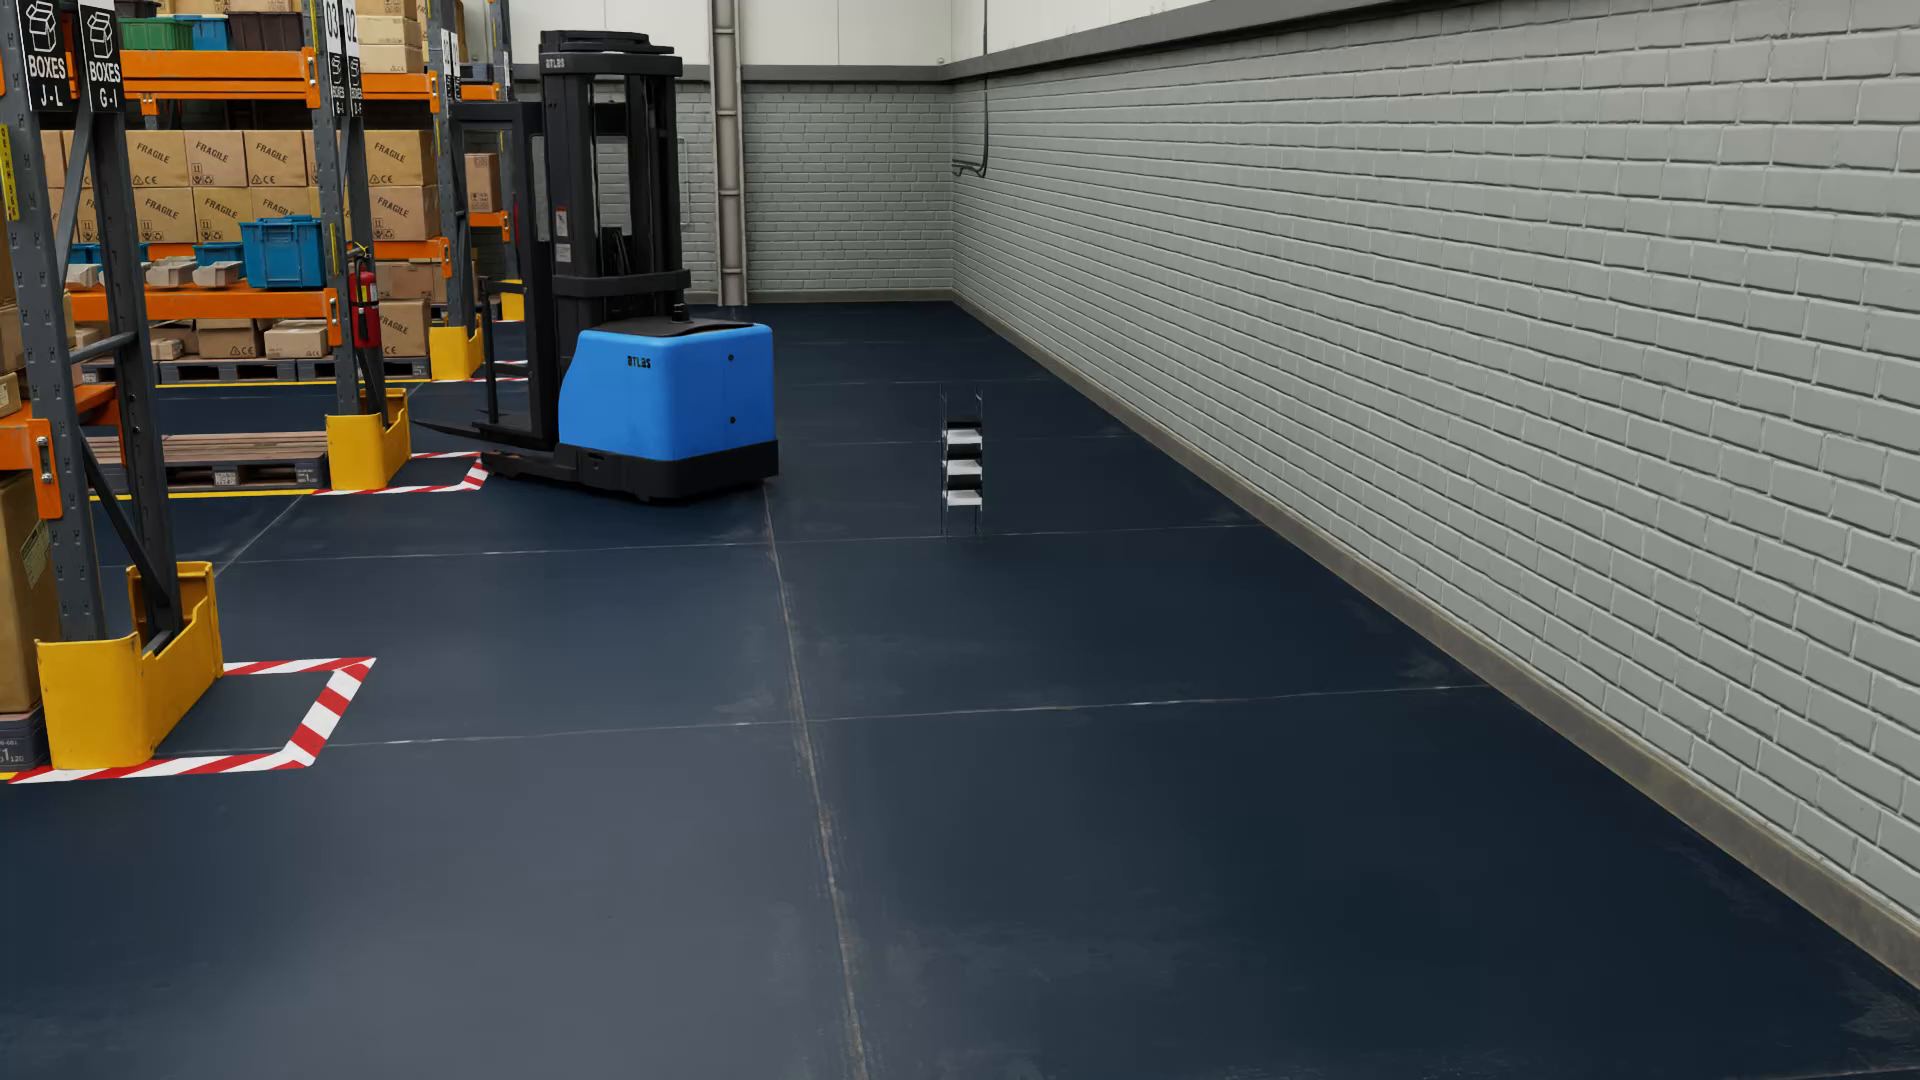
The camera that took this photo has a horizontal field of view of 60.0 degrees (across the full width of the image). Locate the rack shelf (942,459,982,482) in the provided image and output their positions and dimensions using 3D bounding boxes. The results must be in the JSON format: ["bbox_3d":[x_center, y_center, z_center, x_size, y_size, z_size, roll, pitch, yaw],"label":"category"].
[{"bbox_3d":[0.008,-0.404,9.622,0.200,0.077,0.258,-2,14,-8],"label":"rack shelf"}]

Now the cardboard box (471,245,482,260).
[{"bbox_3d":[-6.171,-3.614,20.908,0.250,0.149,0.380,-2,14,-8],"label":"cardboard box"}]

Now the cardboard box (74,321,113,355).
[{"bbox_3d":[-8.281,-2.058,15.997,0.500,0.500,0.500,-2,14,-8],"label":"cardboard box"}]

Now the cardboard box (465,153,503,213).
[{"bbox_3d":[-6.091,-4.429,20.601,0.700,0.700,0.980,-1,14,-6],"label":"cardboard box"}]

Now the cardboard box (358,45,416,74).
[{"bbox_3d":[-5.315,-4.414,15.296,0.500,0.250,0.500,-2,14,-8],"label":"cardboard box"}]

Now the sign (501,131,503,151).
[{"bbox_3d":[-5.521,-4.850,20.029,0.005,0.325,0.100,-2,14,-8],"label":"sign"}]

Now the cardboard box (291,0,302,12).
[{"bbox_3d":[-5.859,-5.082,15.390,0.500,0.500,0.700,-2,14,-8],"label":"cardboard box"}]

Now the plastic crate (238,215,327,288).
[{"bbox_3d":[-4.415,-1.911,10.979,0.499,0.435,0.616,-2,14,-8],"label":"plastic crate"}]

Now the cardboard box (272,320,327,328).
[{"bbox_3d":[-6.415,-2.005,16.300,0.500,0.250,0.500,-2,14,-8],"label":"cardboard box"}]

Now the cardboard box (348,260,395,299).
[{"bbox_3d":[-7.257,-3.210,20.631,0.500,0.500,0.700,-3,14,-10],"label":"cardboard box"}]

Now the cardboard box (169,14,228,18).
[{"bbox_3d":[-6.799,-4.603,15.024,0.500,0.250,0.500,-2,14,-8],"label":"cardboard box"}]

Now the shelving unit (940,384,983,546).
[{"bbox_3d":[0.008,-0.437,9.614,0.210,0.900,0.258,-2,14,-8],"label":"shelving unit"}]

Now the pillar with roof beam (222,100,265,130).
[{"bbox_3d":[-8.339,-6.268,16.215,0.400,9.000,9.100,-2,14,-8],"label":"pillar with roof beam"}]

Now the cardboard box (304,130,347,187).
[{"bbox_3d":[-5.745,-3.546,15.434,0.500,0.500,0.500,-2,14,-7],"label":"cardboard box"}]

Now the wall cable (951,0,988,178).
[{"bbox_3d":[0.058,-5.828,20.843,0.112,2.526,3.097,-2,14,-8],"label":"wall cable"}]

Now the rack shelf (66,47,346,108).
[{"bbox_3d":[-6.090,-2.955,10.652,4.000,0.370,1.077,-2,14,-8],"label":"rack shelf"}]

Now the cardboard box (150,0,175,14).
[{"bbox_3d":[-7.317,-4.987,15.015,0.500,0.500,0.700,-2,14,-8],"label":"cardboard box"}]

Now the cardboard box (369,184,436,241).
[{"bbox_3d":[-5.249,-3.080,15.632,0.500,0.500,0.500,-2,14,-7],"label":"cardboard box"}]

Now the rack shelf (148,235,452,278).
[{"bbox_3d":[-6.824,-2.692,15.768,4.000,0.370,1.077,-2,14,-8],"label":"rack shelf"}]

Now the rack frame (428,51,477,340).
[{"bbox_3d":[-4.846,-3.113,15.970,0.127,3.000,1.000,-2,14,-8],"label":"rack frame"}]

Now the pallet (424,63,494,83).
[{"bbox_3d":[-6.320,-5.687,20.249,1.213,0.211,1.003,-2,14,-8],"label":"pallet"}]

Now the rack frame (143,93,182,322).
[{"bbox_3d":[-9.543,-4.160,20.143,0.127,3.000,1.000,-2,14,-8],"label":"rack frame"}]

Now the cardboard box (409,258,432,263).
[{"bbox_3d":[-6.618,-3.503,20.467,0.250,0.149,0.380,-2,14,-7],"label":"cardboard box"}]

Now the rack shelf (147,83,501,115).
[{"bbox_3d":[-7.566,-5.338,20.154,4.000,0.370,1.077,-2,14,-8],"label":"rack shelf"}]

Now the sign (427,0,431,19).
[{"bbox_3d":[-4.783,-4.864,14.962,0.005,0.325,0.100,-2,14,-8],"label":"sign"}]

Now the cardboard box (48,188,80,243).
[{"bbox_3d":[-8.257,-2.970,15.192,0.500,0.500,0.500,-2,14,-7],"label":"cardboard box"}]

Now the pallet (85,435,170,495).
[{"bbox_3d":[-6.137,-0.505,11.303,1.213,0.211,1.003,-2,14,-8],"label":"pallet"}]

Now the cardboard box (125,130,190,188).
[{"bbox_3d":[-7.275,-3.489,15.205,0.500,0.500,0.500,-3,14,-10],"label":"cardboard box"}]

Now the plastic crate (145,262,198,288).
[{"bbox_3d":[-5.180,-1.743,10.924,0.243,0.136,0.396,-2,14,-8],"label":"plastic crate"}]

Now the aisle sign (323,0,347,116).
[{"bbox_3d":[-3.997,-3.115,10.632,0.004,0.787,0.394,-2,14,-8],"label":"aisle sign"}]

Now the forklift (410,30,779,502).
[{"bbox_3d":[-2.691,-1.929,11.389,3.031,2.935,1.130,11,18,37],"label":"forklift"}]

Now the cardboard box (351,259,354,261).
[{"bbox_3d":[-7.425,-3.568,20.723,0.250,0.149,0.380,-2,14,-8],"label":"cardboard box"}]

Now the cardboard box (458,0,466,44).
[{"bbox_3d":[-6.346,-6.335,20.346,0.500,0.500,0.500,-3,14,-10],"label":"cardboard box"}]

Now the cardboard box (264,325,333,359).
[{"bbox_3d":[-6.291,-1.887,15.828,0.500,0.250,0.500,-2,14,-8],"label":"cardboard box"}]

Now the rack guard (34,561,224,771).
[{"bbox_3d":[-3.350,0.481,6.775,0.348,0.500,1.175,-2,14,-8],"label":"rack guard"}]

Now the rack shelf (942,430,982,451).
[{"bbox_3d":[0.008,-0.579,9.578,0.200,0.077,0.258,-2,14,-8],"label":"rack shelf"}]

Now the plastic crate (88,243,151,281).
[{"bbox_3d":[-5.707,-1.892,11.321,0.300,0.233,0.416,-2,14,-8],"label":"plastic crate"}]

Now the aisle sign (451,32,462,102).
[{"bbox_3d":[-4.823,-4.447,15.945,0.004,0.787,0.394,-2,14,-8],"label":"aisle sign"}]

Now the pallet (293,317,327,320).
[{"bbox_3d":[-7.571,-2.861,20.696,1.213,0.211,1.003,-2,14,-8],"label":"pallet"}]

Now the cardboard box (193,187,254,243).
[{"bbox_3d":[-6.754,-3.026,15.414,0.500,0.500,0.500,-2,14,-9],"label":"cardboard box"}]

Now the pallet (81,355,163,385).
[{"bbox_3d":[-8.122,-1.640,15.829,1.213,0.211,1.003,-2,14,-8],"label":"pallet"}]

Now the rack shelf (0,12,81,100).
[{"bbox_3d":[-5.352,-1.764,5.901,4.000,0.370,1.077,-2,14,-8],"label":"rack shelf"}]

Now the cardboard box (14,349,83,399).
[{"bbox_3d":[-3.774,-0.675,6.764,0.250,0.149,0.380,-2,14,-8],"label":"cardboard box"}]

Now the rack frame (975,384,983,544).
[{"bbox_3d":[0.109,-0.440,9.628,0.006,0.900,0.240,-2,14,-8],"label":"rack frame"}]

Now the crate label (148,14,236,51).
[{"bbox_3d":[-5.073,-3.349,11.048,0.502,0.251,0.408,-2,14,-8],"label":"crate label"}]

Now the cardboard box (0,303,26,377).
[{"bbox_3d":[-3.814,-0.721,6.125,0.500,0.250,0.500,-2,14,-9],"label":"cardboard box"}]

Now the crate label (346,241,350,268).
[{"bbox_3d":[-4.405,-1.940,11.512,0.303,0.233,0.416,-2,14,-8],"label":"crate label"}]
